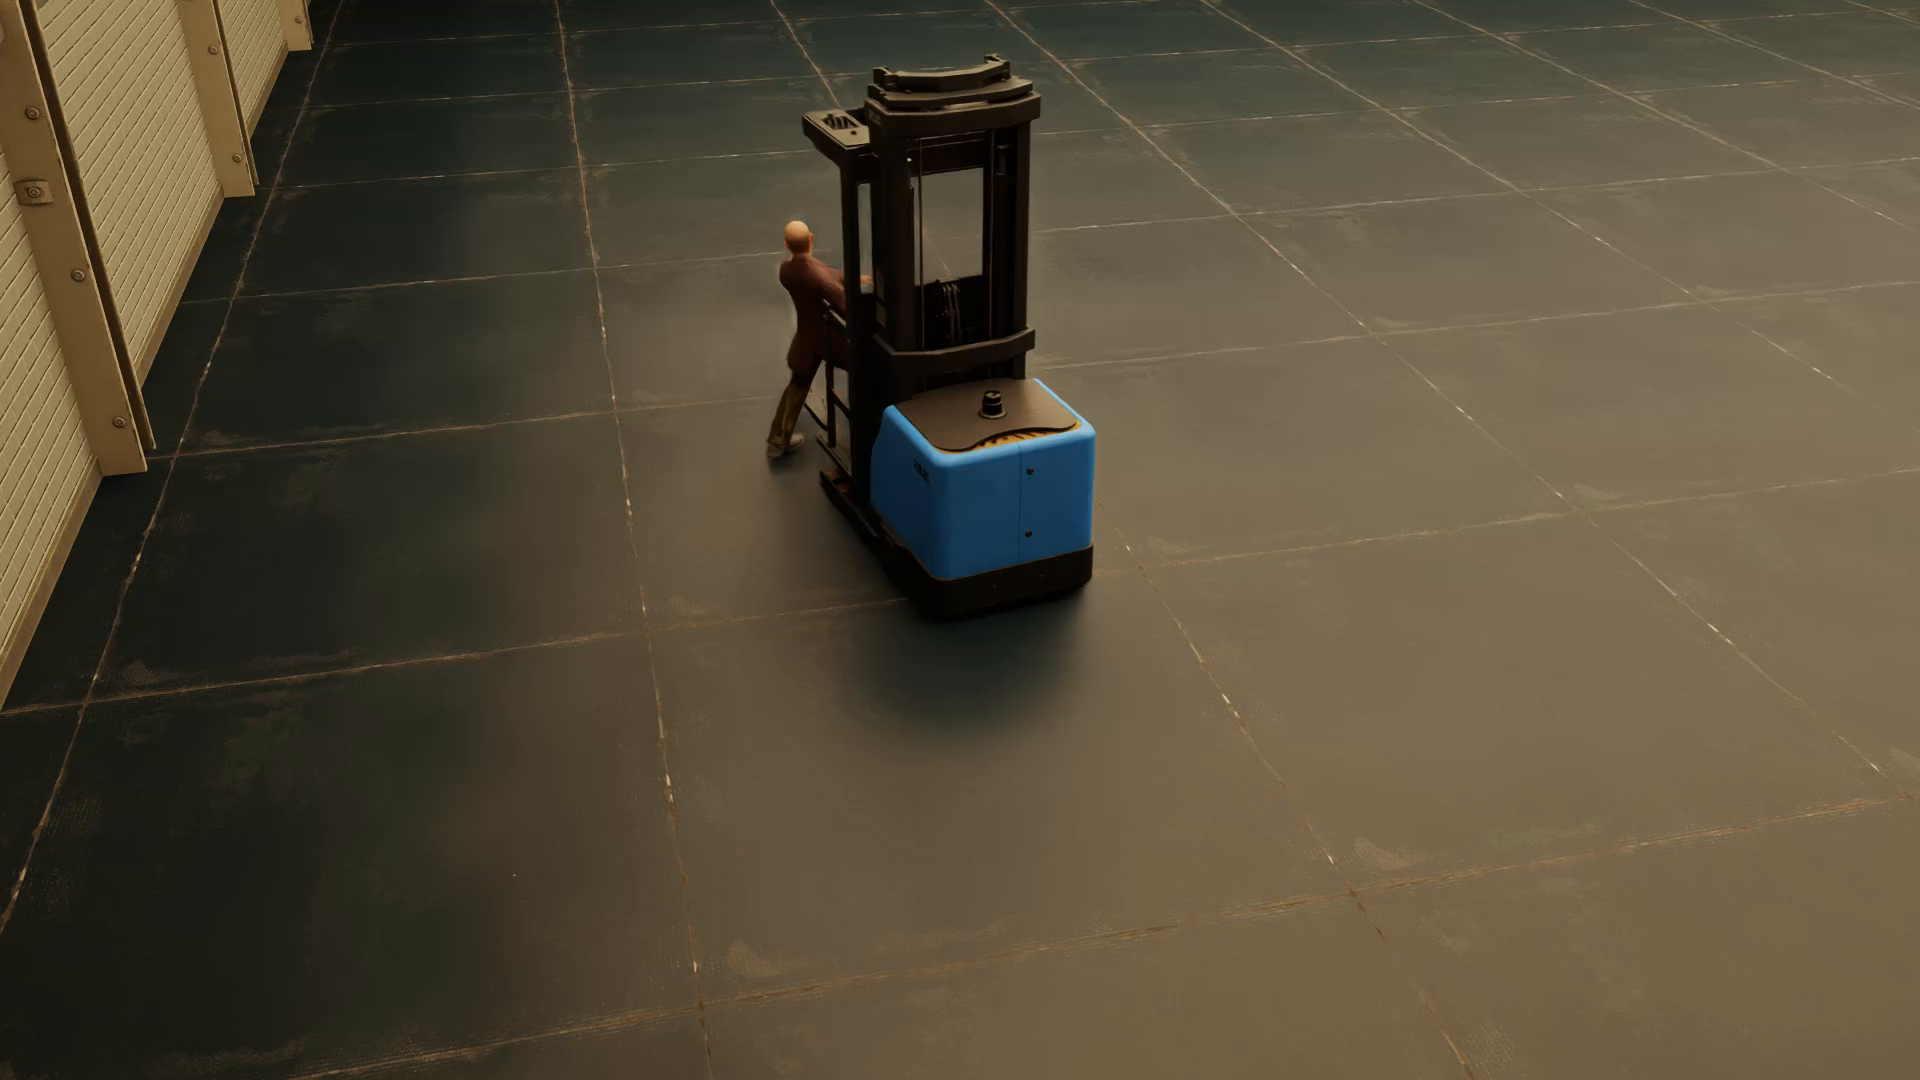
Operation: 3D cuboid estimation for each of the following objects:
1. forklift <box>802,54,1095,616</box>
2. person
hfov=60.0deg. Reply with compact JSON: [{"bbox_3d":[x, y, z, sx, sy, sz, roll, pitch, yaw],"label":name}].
[{"bbox_3d":[-0.271,-1.550,10.253,1.130,2.935,3.031,-13,32,-21],"label":"forklift"},{"bbox_3d":[-0.823,-1.348,11.167,0.798,1.650,0.927,19,35,29],"label":"person"}]
